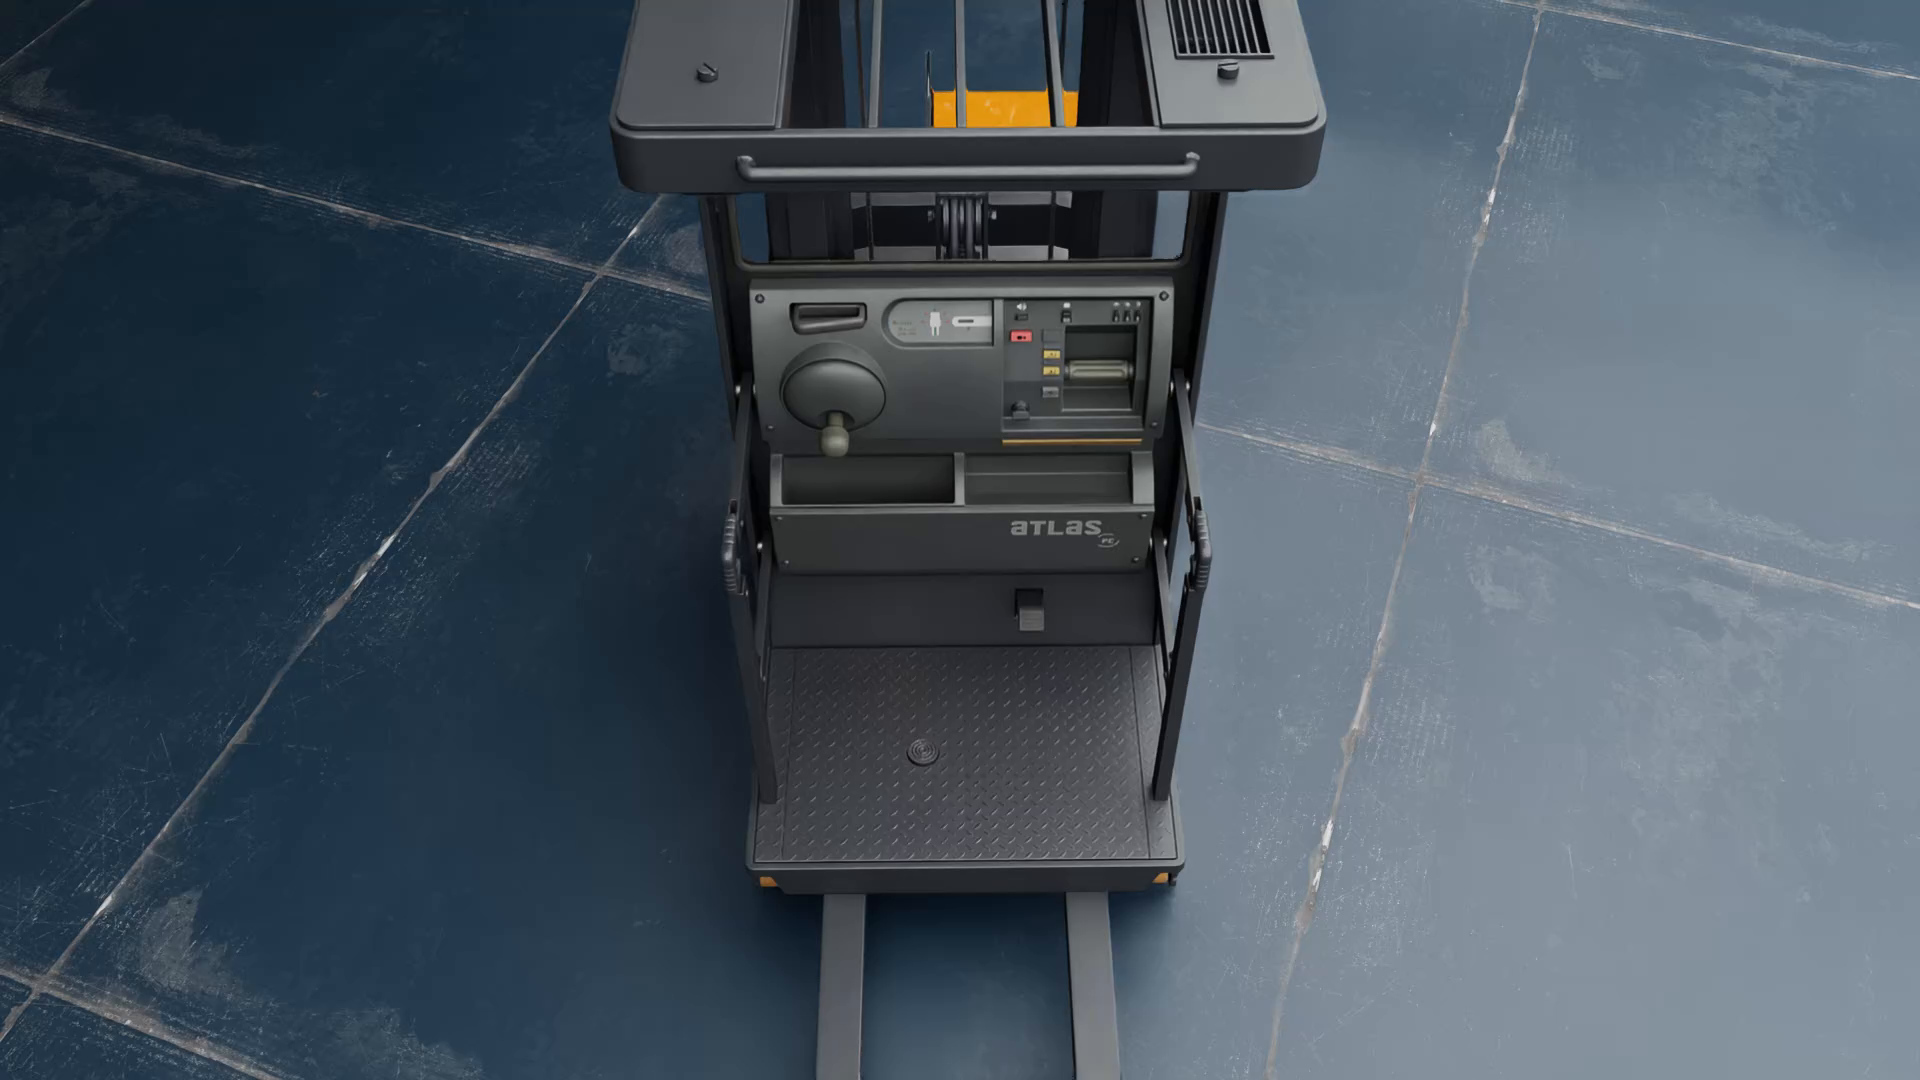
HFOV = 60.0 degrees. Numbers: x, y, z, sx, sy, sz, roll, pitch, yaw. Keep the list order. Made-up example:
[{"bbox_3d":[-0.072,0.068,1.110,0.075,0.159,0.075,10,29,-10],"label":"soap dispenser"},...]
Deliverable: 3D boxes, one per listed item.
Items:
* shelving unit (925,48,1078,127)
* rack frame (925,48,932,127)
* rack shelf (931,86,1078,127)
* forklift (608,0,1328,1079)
[{"bbox_3d":[0.150,-0.973,5.299,0.503,1.200,0.258,0,49,0],"label":"shelving unit"},{"bbox_3d":[-0.094,-0.972,5.298,0.015,1.200,0.240,0,49,0],"label":"rack frame"},{"bbox_3d":[0.150,-1.231,5.003,0.480,0.148,0.258,0,49,0],"label":"rack shelf"},{"bbox_3d":[0.009,-0.282,3.555,1.130,2.935,3.031,0,49,0],"label":"forklift"}]
